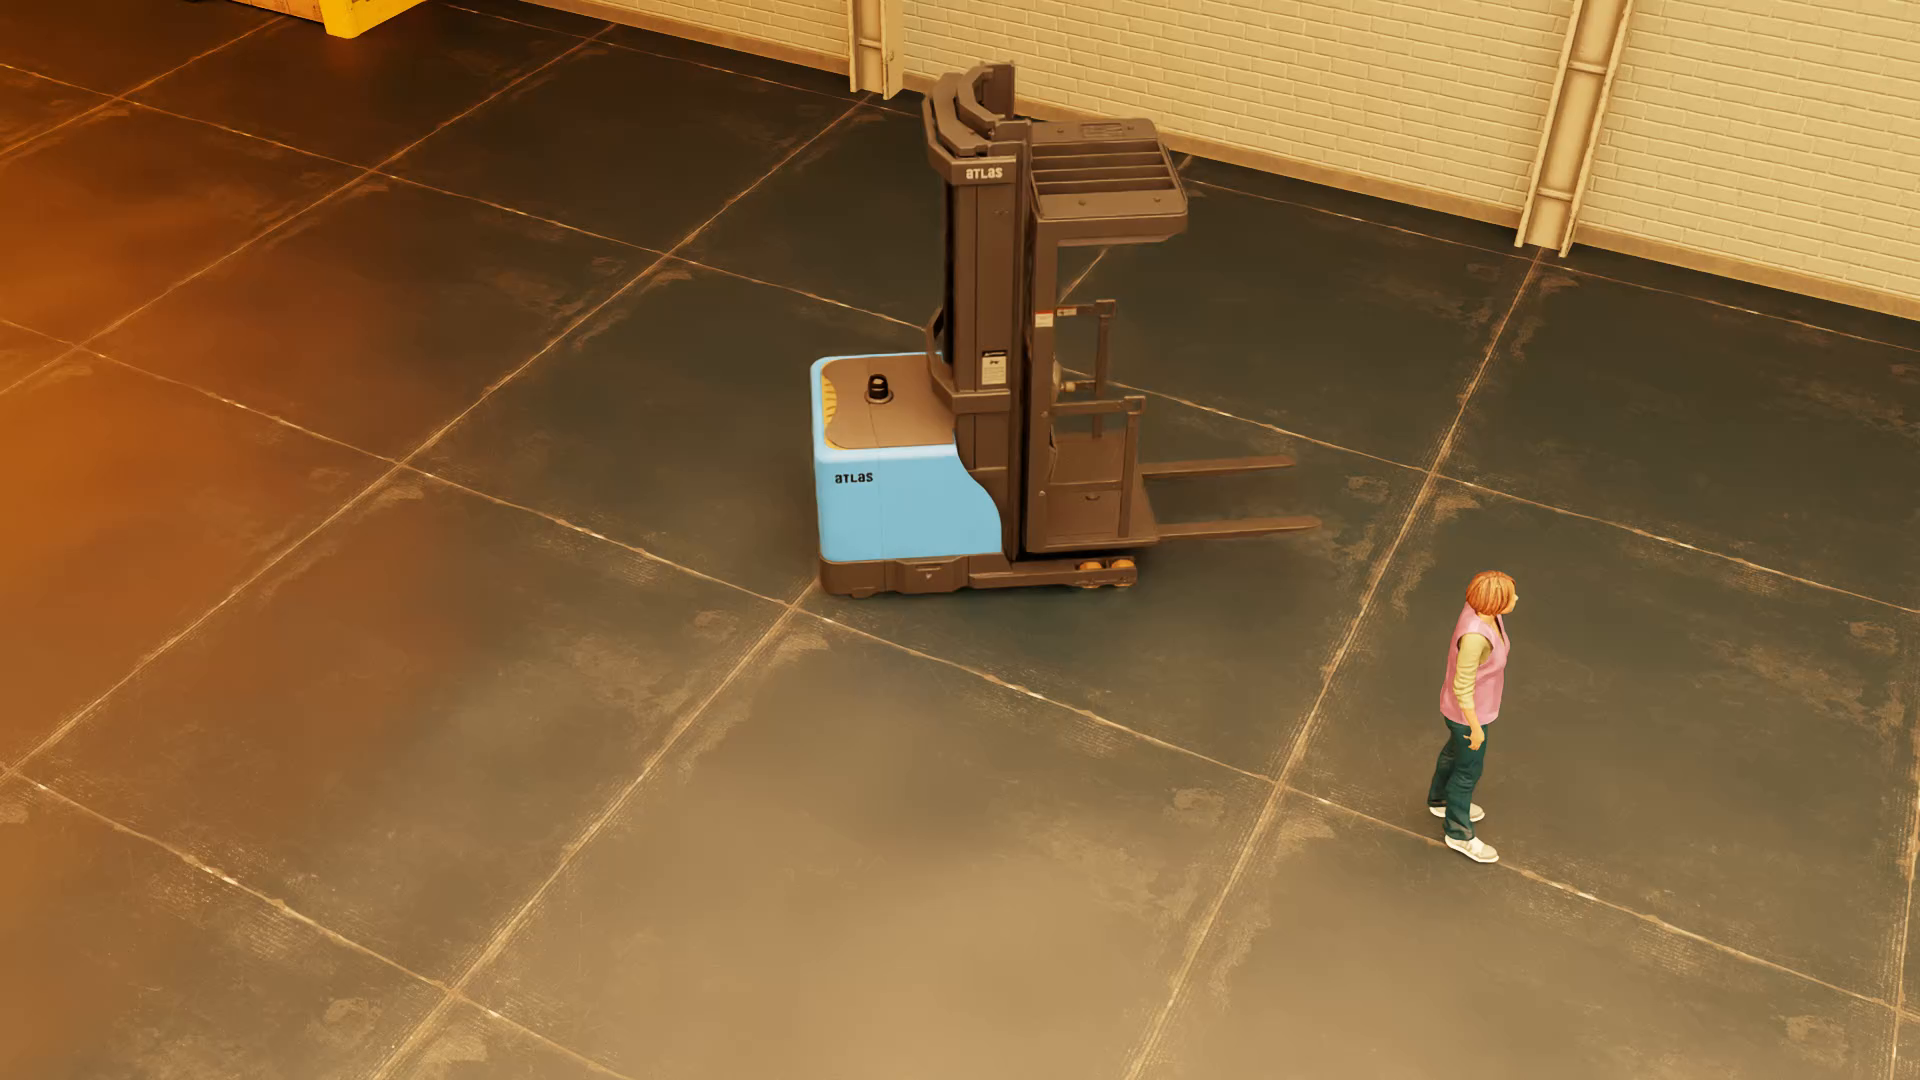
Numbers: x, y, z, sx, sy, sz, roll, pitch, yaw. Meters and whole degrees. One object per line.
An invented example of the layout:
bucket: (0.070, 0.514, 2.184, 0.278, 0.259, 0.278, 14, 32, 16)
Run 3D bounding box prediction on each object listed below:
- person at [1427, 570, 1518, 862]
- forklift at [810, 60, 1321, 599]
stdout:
person: (2.545, 0.818, 8.040, 0.474, 1.597, 0.519, 13, 42, 15)
forklift: (0.643, -1.167, 9.372, 3.031, 2.935, 1.130, -3, 40, -4)
